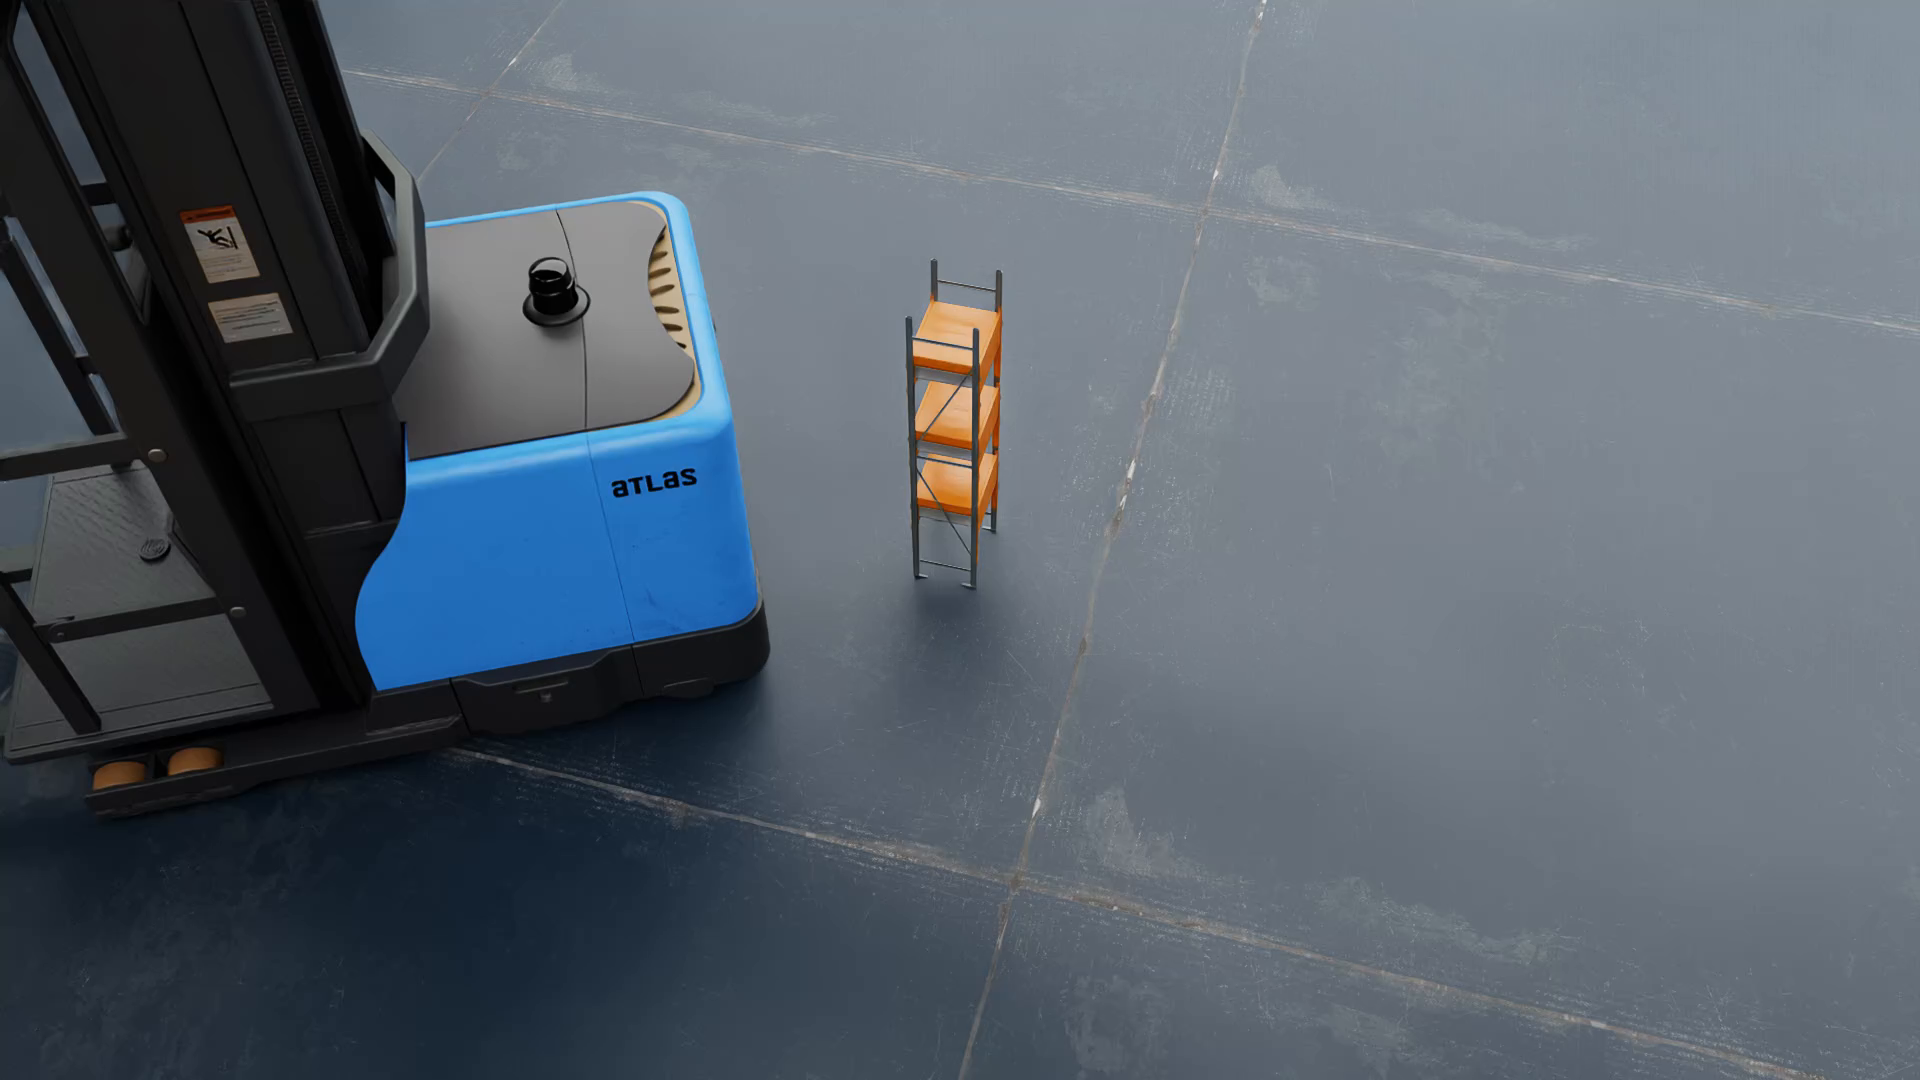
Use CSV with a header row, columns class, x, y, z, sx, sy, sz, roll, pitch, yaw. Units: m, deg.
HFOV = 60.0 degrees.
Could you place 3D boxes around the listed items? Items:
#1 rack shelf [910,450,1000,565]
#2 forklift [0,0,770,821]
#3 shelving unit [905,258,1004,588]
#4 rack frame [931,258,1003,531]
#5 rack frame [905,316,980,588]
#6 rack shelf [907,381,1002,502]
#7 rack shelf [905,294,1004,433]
class,x,y,z,sx,sy,sz,roll,pitch,yaw
rack shelf,-0.014,-0.118,5.039,0.215,0.259,0.240,12,50,10
forklift,-2.130,-0.648,3.867,3.031,2.935,1.130,-10,49,-9
shelving unit,-0.014,-0.309,4.822,0.215,1.050,0.252,12,50,10
rack frame,0.018,-0.397,4.900,0.200,1.050,0.008,12,50,10
rack frame,-0.046,-0.220,4.744,0.200,1.050,0.008,12,50,10
rack shelf,-0.014,-0.302,4.830,0.215,0.259,0.240,12,50,10
rack shelf,-0.014,-0.489,4.617,0.215,0.259,0.240,12,50,10
